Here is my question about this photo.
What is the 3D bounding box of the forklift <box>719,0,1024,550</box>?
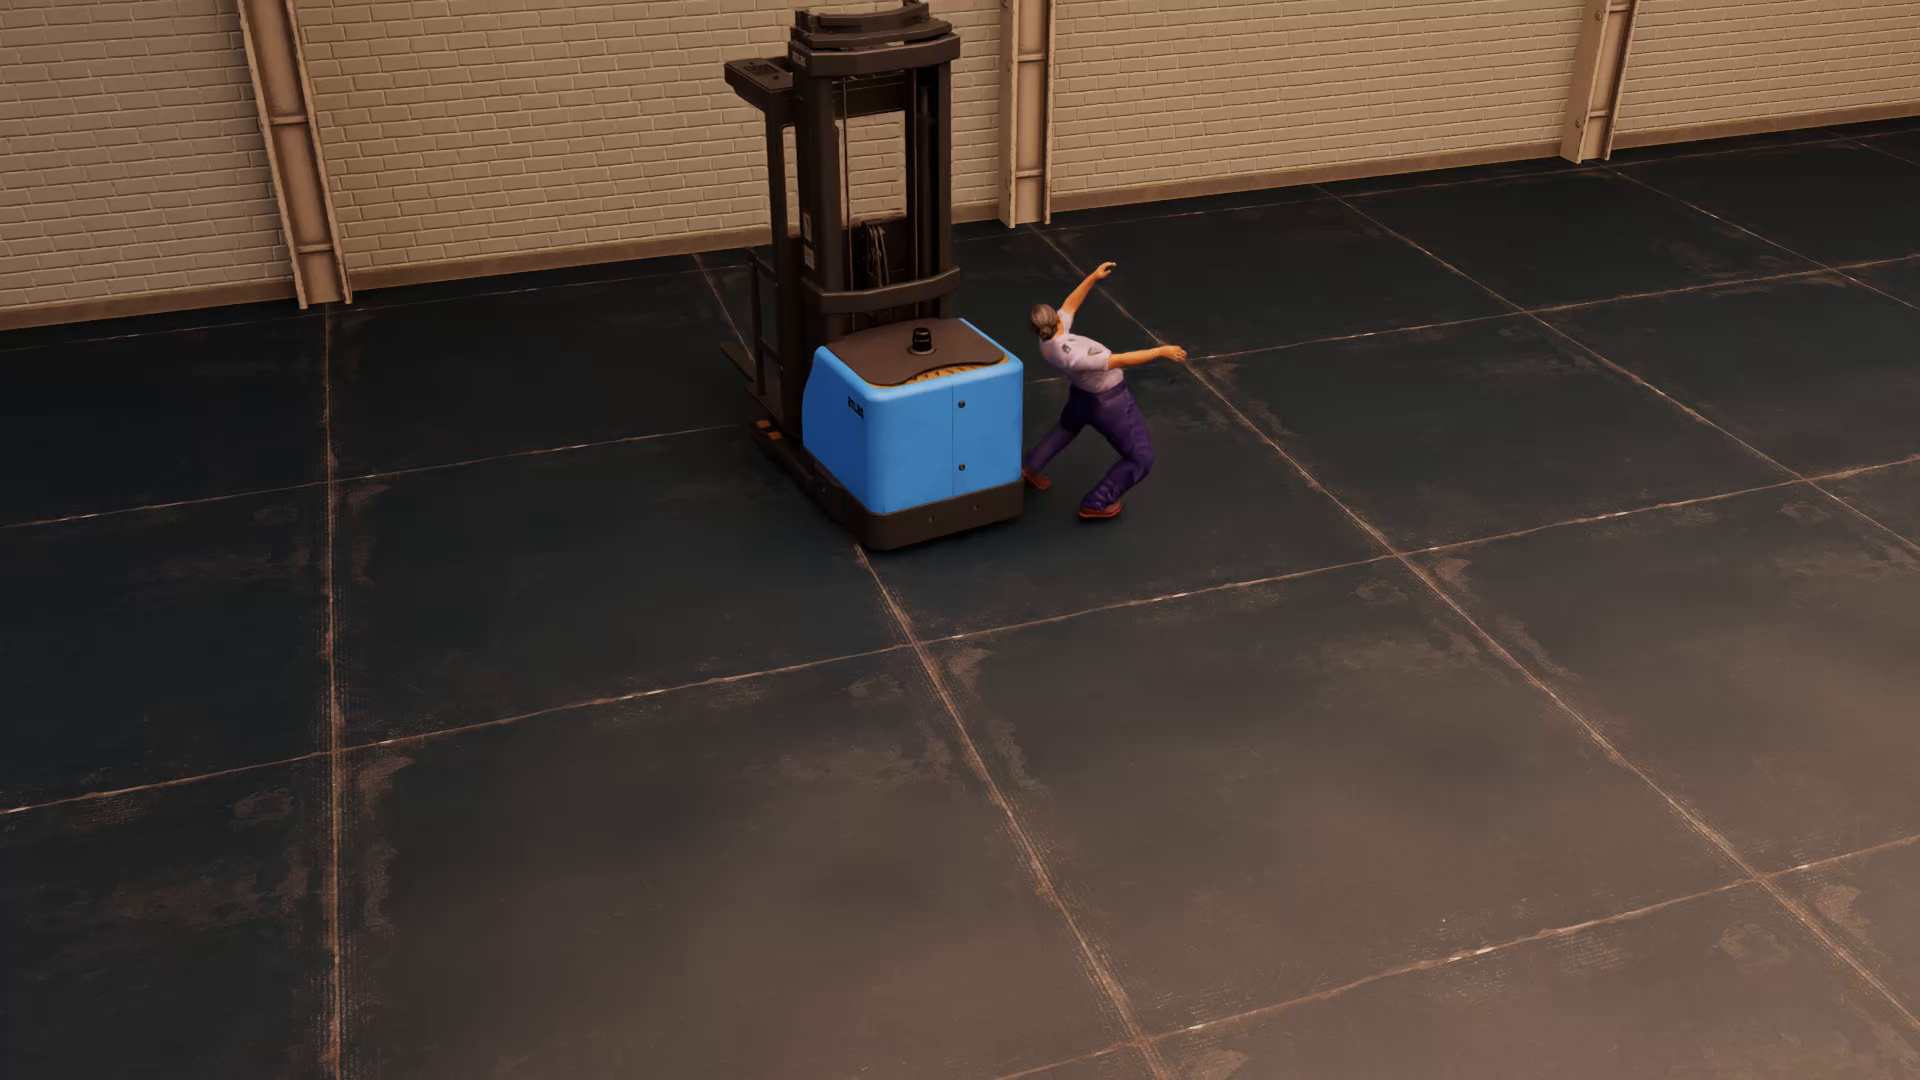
[{"bbox_3d":[-0.746,-1.917,10.419,1.130,2.935,3.031,-15,33,-24],"label":"forklift"}]

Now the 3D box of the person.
[{"bbox_3d":[0.822,-0.810,9.880,0.631,1.503,1.018,-23,37,-34],"label":"person"}]
